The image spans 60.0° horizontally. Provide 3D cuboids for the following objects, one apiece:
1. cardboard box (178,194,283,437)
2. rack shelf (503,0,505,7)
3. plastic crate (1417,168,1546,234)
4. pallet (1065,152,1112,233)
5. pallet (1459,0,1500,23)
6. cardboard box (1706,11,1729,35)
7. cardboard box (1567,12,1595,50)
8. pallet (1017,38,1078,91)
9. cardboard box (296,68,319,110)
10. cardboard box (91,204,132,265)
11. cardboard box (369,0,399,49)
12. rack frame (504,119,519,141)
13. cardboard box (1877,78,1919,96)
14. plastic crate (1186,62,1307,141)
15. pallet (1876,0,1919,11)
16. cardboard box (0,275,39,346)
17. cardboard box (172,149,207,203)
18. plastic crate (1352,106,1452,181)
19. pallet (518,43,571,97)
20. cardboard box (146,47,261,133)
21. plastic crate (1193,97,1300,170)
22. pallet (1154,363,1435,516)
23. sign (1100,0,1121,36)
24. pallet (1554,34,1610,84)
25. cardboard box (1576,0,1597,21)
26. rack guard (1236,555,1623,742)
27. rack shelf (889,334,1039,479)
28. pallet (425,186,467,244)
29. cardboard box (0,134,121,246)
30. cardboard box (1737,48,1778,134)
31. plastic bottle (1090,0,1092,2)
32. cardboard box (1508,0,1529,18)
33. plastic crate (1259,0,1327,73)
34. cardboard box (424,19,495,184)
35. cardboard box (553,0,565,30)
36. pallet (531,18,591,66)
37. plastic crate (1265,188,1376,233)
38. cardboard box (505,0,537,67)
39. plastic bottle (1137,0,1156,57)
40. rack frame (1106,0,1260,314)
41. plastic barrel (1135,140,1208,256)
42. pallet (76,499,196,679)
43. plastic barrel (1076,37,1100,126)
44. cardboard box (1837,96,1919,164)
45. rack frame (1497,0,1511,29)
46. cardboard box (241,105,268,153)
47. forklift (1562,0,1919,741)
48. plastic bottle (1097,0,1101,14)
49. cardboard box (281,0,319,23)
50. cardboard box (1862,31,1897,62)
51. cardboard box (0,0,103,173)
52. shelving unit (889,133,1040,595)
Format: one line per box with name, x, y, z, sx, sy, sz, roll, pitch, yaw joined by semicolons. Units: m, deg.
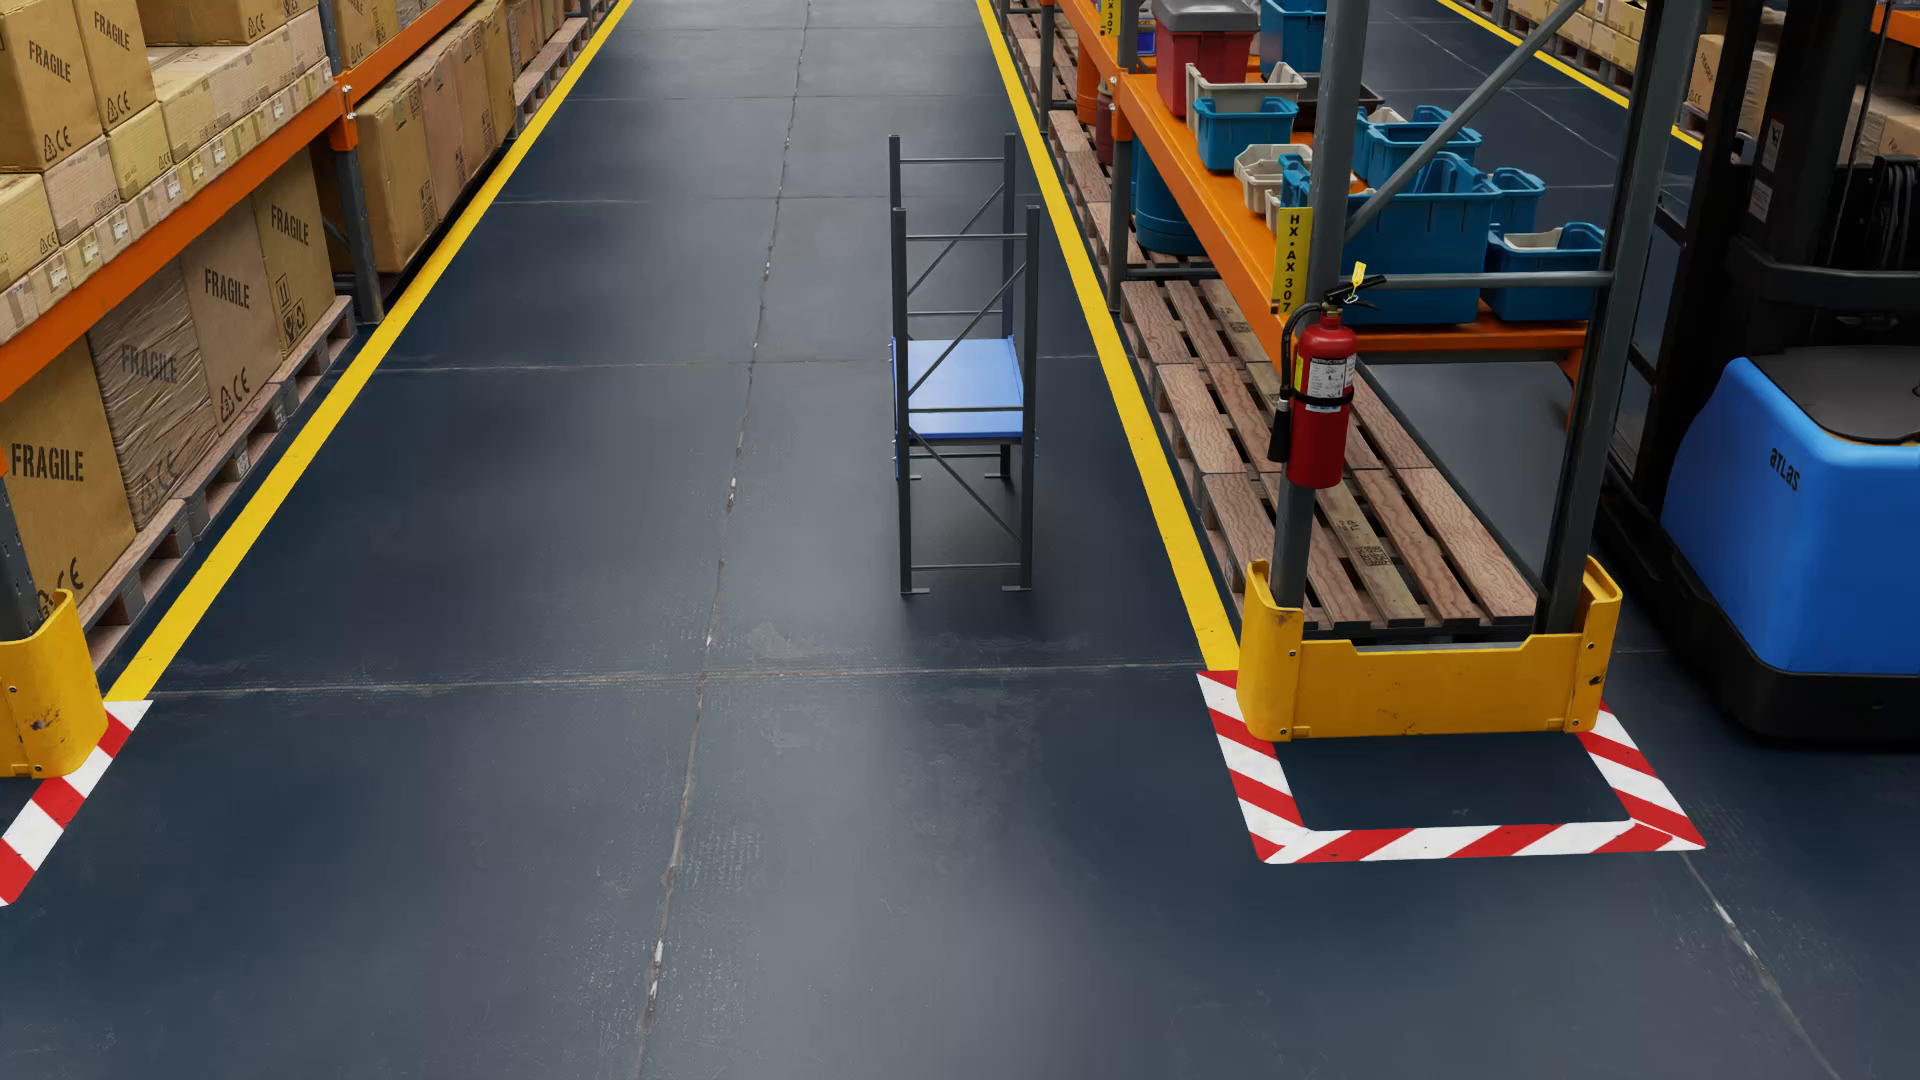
cardboard box;-3.628;-1.018;7.301;0.875;0.875;0.875;-1;28;-3
rack shelf;-3.943;-4.948;13.771;1.077;0.370;4.000;-1;28;-3
plastic crate;1.807;-1.147;5.821;0.416;0.233;0.300;-1;28;-3
pallet;1.251;-2.301;10.934;1.003;0.211;1.213;-1;28;-3
pallet;5.846;-5.560;17.182;1.003;0.211;1.213;-1;28;-3
cardboard box;5.781;-4.032;13.150;0.500;0.311;0.500;-1;28;-1
cardboard box;5.700;-4.492;14.639;0.500;0.250;0.500;-1;28;-2
pallet;1.045;-4.147;14.473;1.003;0.211;1.213;-1;28;-3
cardboard box;-3.273;-2.132;7.867;0.380;0.149;0.250;-1;28;-2
cardboard box;-3.153;-1.066;5.822;0.380;0.149;0.250;-2;28;-3
cardboard box;-3.431;-2.991;9.133;0.500;0.500;0.500;-1;28;-3
rack frame;-3.839;-4.343;11.834;1.000;3.000;0.127;-1;28;-3
cardboard box;6.398;-2.760;11.025;0.500;0.500;0.500;-2;28;-5
plastic crate;1.212;-1.880;7.174;0.437;0.282;0.530;-1;28;-3
pallet;6.161;-3.598;10.611;1.003;0.211;1.213;-1;28;-3
cardboard box;-3.110;-0.709;5.138;0.380;0.149;0.250;-1;28;-2
cardboard box;-3.192;-1.419;6.500;0.380;0.149;0.250;-2;28;-4
plastic crate;1.757;-1.589;6.670;0.416;0.233;0.300;-1;28;-3
pallet;-3.939;-4.030;14.248;1.003;0.211;1.213;-1;28;-3
cardboard box;-3.288;-1.889;6.969;0.500;0.250;0.500;-1;28;-2
plastic crate;1.162;-1.663;6.811;0.416;0.233;0.300;-1;28;-3
pallet;1.460;-0.476;7.434;1.003;0.211;1.213;-1;28;-3
sign;0.767;-2.726;8.433;0.100;0.325;0.005;-1;28;-3
pallet;5.990;-4.287;14.742;1.003;0.211;1.213;-1;28;-3
cardboard box;5.700;-4.737;14.501;0.500;0.311;0.500;-1;28;-1
rack guard;1.539;0.351;5.537;1.175;0.500;0.348;-1;28;-3
rack shelf;-0.004;-0.545;6.562;0.538;0.185;1.000;-1;28;-3
pallet;-3.812;-2.179;10.699;1.003;0.211;1.213;-1;28;-3
cardboard box;-3.210;-1.182;5.613;0.500;0.250;0.500;-2;28;-3
cardboard box;5.826;-3.209;11.886;0.500;0.500;0.500;-2;28;-5
plastic bottle;0.884;-3.519;10.307;0.144;0.351;0.185;-1;28;-3
cardboard box;5.619;-5.203;16.001;0.500;0.250;0.500;-2;28;-4
plastic crate;1.681;-2.428;8.113;0.392;0.384;0.575;-1;28;-3
cardboard box;-3.785;-2.856;10.826;1.225;0.875;0.875;-1;28;-2
cardboard box;-4.037;-4.993;15.307;0.700;0.500;0.500;-3;28;-7
pallet;-4.005;-4.594;15.331;1.003;0.211;1.213;-1;28;-3
plastic crate;1.301;-1.184;5.997;0.396;0.136;0.243;-1;28;-3
cardboard box;-3.972;-4.256;13.894;0.700;0.500;0.500;1;28;2
plastic bottle;0.973;-2.735;8.884;0.152;0.276;0.135;-1;28;-3
rack frame;1.316;-2.615;8.521;1.000;3.000;0.127;-1;28;-3
plastic barrel;1.305;-2.123;9.392;0.600;0.901;0.708;-1;28;-3
pallet;-3.541;0.220;6.099;1.003;0.211;1.213;-1;28;-3
plastic barrel;1.150;-3.461;12.035;0.600;0.830;0.708;-1;28;-3
cardboard box;5.908;-2.501;10.529;0.500;0.500;0.500;-1;28;-2
rack frame;5.845;-6.428;15.831;1.000;3.000;0.127;-1;28;-3
cardboard box;-3.233;-1.776;7.184;0.380;0.149;0.250;-1;28;-2
forklift;3.137;-1.289;6.051;1.130;2.935;3.031;1;28;2
plastic bottle;0.908;-3.306;9.978;0.152;0.276;0.135;-1;28;-3
cardboard box;-3.339;-2.688;7.690;0.500;0.500;0.500;-1;28;-1
cardboard box;6.345;-3.548;11.725;0.500;0.250;0.500;0;28;-1
cardboard box;-3.202;-1.506;5.423;0.500;0.500;0.500;-2;28;-4
shelving unit;-0.004;-0.704;6.479;0.538;1.500;1.048;-1;28;-3
